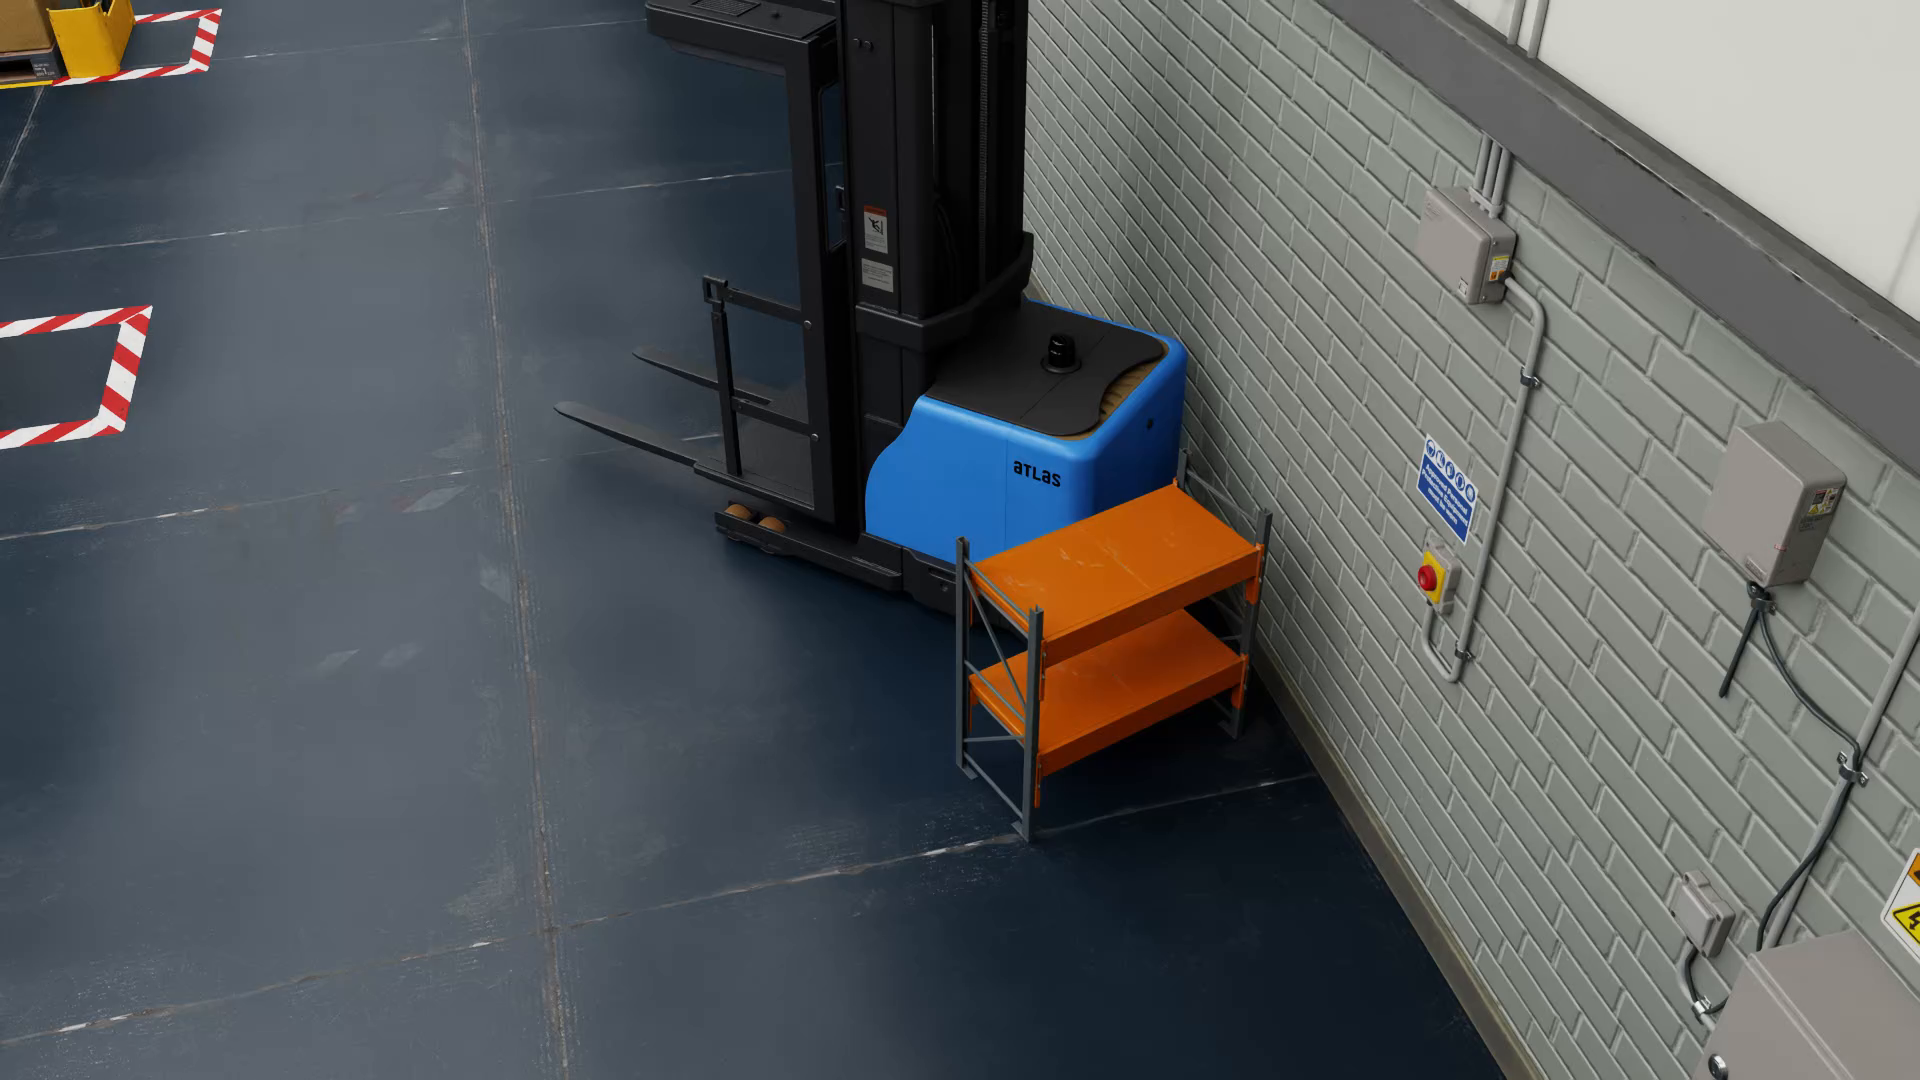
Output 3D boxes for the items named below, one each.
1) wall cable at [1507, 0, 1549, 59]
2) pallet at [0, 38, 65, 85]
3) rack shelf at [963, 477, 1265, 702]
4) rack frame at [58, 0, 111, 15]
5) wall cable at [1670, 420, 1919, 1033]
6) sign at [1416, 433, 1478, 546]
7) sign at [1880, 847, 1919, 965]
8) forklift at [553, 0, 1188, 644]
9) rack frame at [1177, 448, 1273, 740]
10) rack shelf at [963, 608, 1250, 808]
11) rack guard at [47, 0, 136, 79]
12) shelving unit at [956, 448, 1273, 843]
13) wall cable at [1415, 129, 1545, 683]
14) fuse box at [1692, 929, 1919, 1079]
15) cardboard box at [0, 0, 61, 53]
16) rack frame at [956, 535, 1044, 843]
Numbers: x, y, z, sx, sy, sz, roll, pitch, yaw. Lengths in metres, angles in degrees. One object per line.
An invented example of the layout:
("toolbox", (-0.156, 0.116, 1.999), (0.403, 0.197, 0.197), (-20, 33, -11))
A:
("wall cable", (1.475, -2.559, 3.689), (0.029, 3.000, 0.463), (-9, 38, -12))
("pallet", (-7.278, -3.643, 12.338), (1.213, 0.211, 1.003), (-9, 38, -12))
("rack shelf", (0.560, 0.161, 6.131), (1.000, 0.278, 0.538), (-21, 42, -26))
("rack frame", (-6.527, -4.923, 11.717), (0.127, 3.000, 1.000), (-9, 38, -12))
("wall cable", (1.875, 0.410, 3.909), (0.122, 1.984, 0.588), (-9, 38, -12))
("sign", (1.541, -0.162, 5.271), (0.001, 0.218, 0.327), (-9, 38, -12))
("sign", (2.087, 0.845, 3.497), (0.001, 0.242, 0.339), (-9, 38, -12))
("forklift", (-0.544, -1.357, 7.112), (3.031, 2.935, 1.130), (20, 42, 24))
("rack frame", (0.987, 0.226, 6.529), (0.032, 1.125, 0.500), (-21, 42, -26))
("rack shelf", (0.560, 0.588, 6.458), (1.000, 0.278, 0.538), (-21, 42, -26))
("rack guard", (-6.504, -3.934, 12.481), (0.348, 0.500, 1.175), (-9, 38, -12))
("shelving unit", (0.560, 0.394, 6.309), (1.048, 1.125, 0.538), (-21, 42, -26))
("wall cable", (1.494, -0.433, 4.985), (0.123, 1.953, 0.585), (-9, 38, -12))
("fuse box", (1.901, 1.750, 4.054), (0.414, 1.711, 0.539), (-9, 38, -12))
("cardboard box", (-7.124, -4.097, 12.041), (0.875, 0.875, 0.875), (-9, 38, -12))
("rack frame", (0.133, 0.562, 6.090), (0.032, 1.125, 0.500), (-21, 42, -26))
